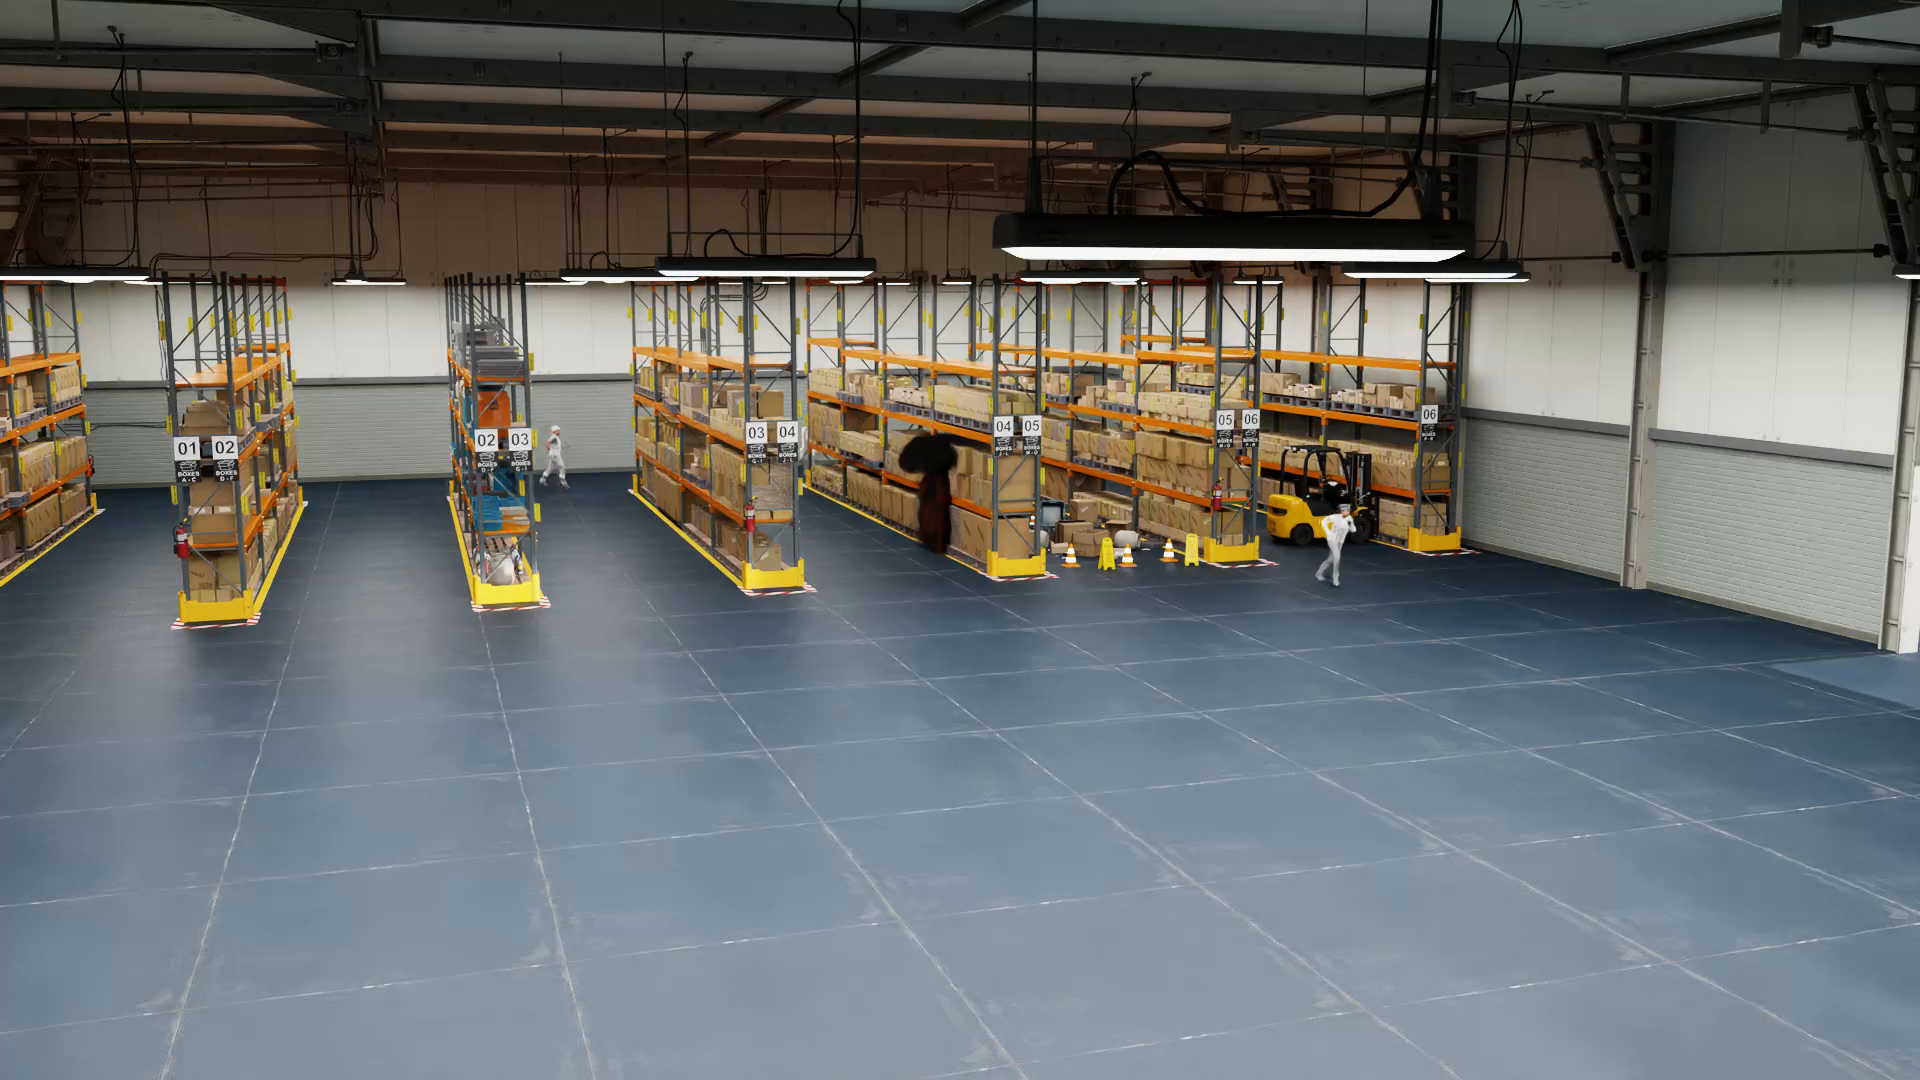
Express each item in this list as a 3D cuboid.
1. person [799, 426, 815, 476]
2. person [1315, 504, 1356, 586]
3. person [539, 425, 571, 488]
[{"bbox_3d":[-4.664,-2.841,50.993,0.698,1.773,0.742,5,10,30],"label":"person"},{"bbox_3d":[7.375,0.047,32.543,0.613,1.590,0.842,-5,10,-28],"label":"person"},{"bbox_3d":[-11.636,-2.371,47.694,0.906,1.828,0.637,-3,9,-22],"label":"person"}]
